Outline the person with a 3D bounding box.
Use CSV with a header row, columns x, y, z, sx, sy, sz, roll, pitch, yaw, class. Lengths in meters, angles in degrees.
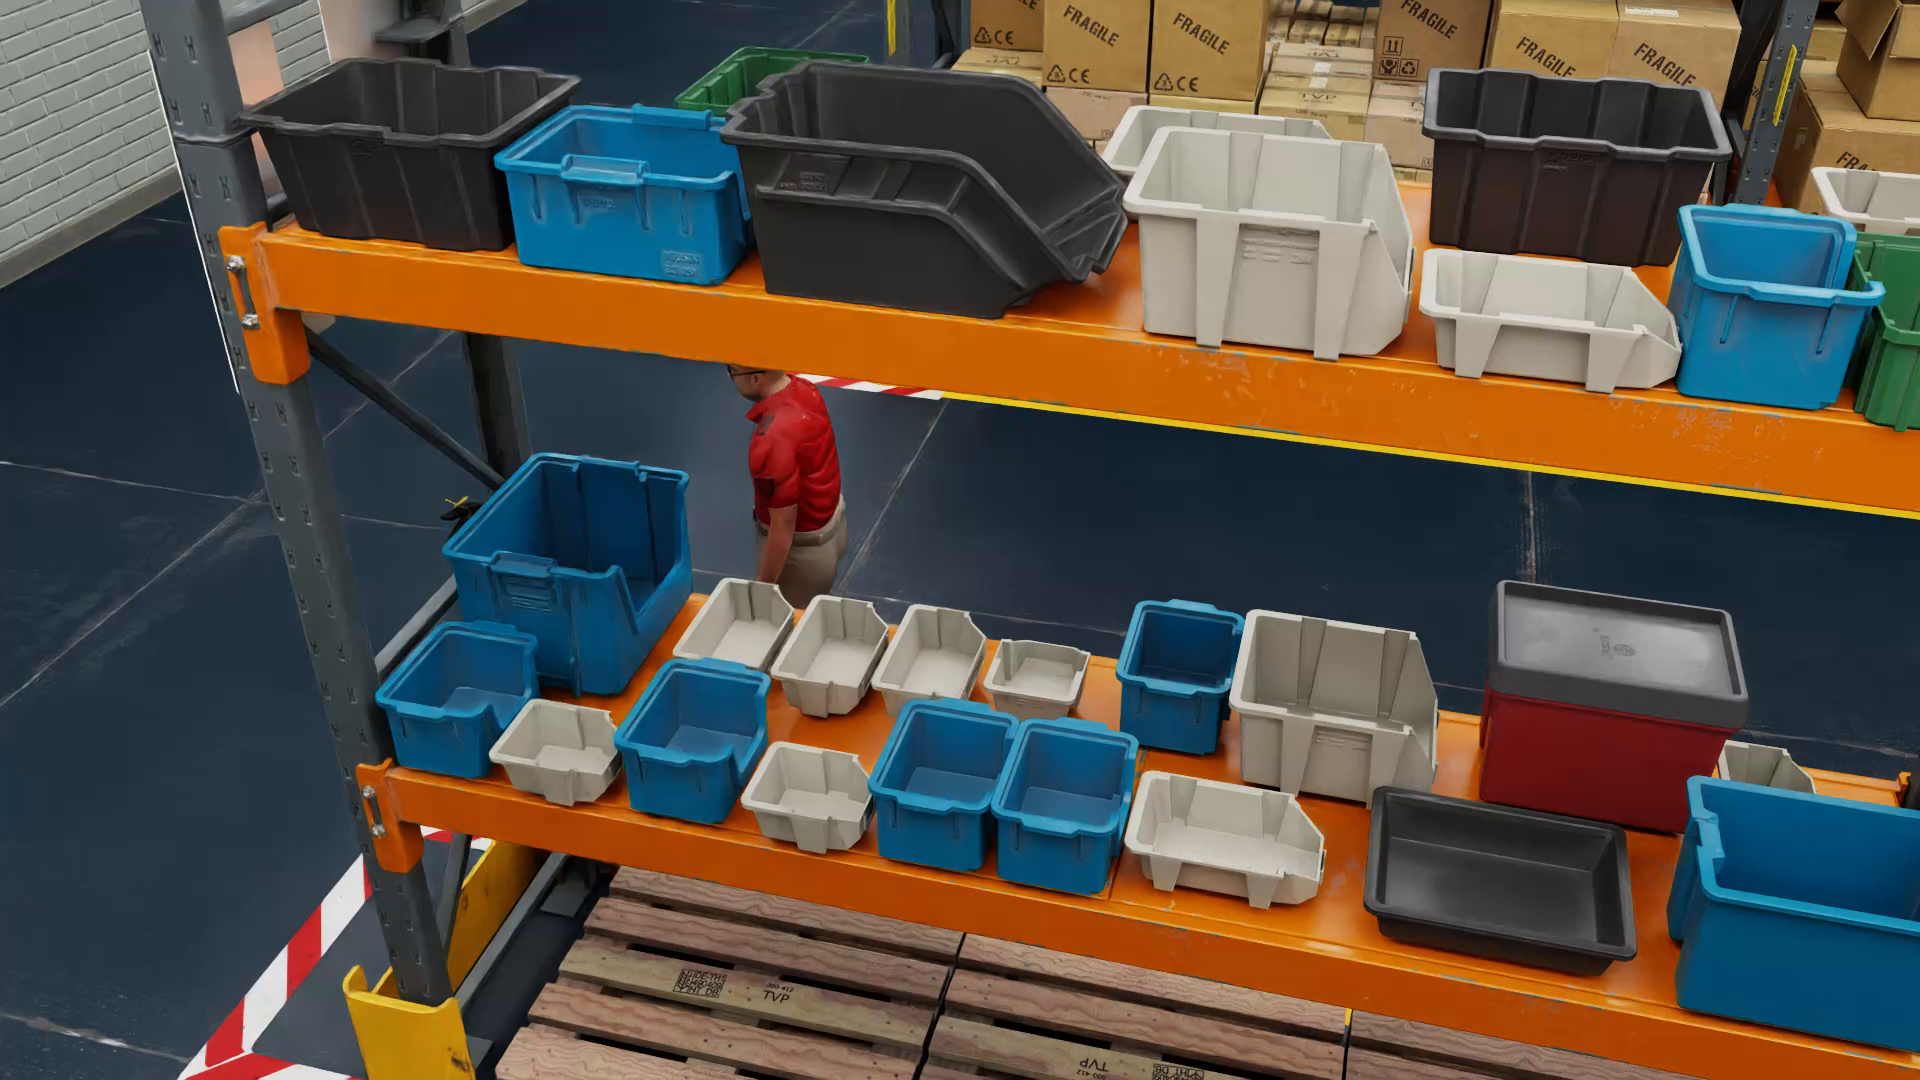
x,y,z,sx,sy,sz,roll,pitch,yaw,class
-0.627,0.012,6.133,0.393,1.726,0.601,6,33,10,person
